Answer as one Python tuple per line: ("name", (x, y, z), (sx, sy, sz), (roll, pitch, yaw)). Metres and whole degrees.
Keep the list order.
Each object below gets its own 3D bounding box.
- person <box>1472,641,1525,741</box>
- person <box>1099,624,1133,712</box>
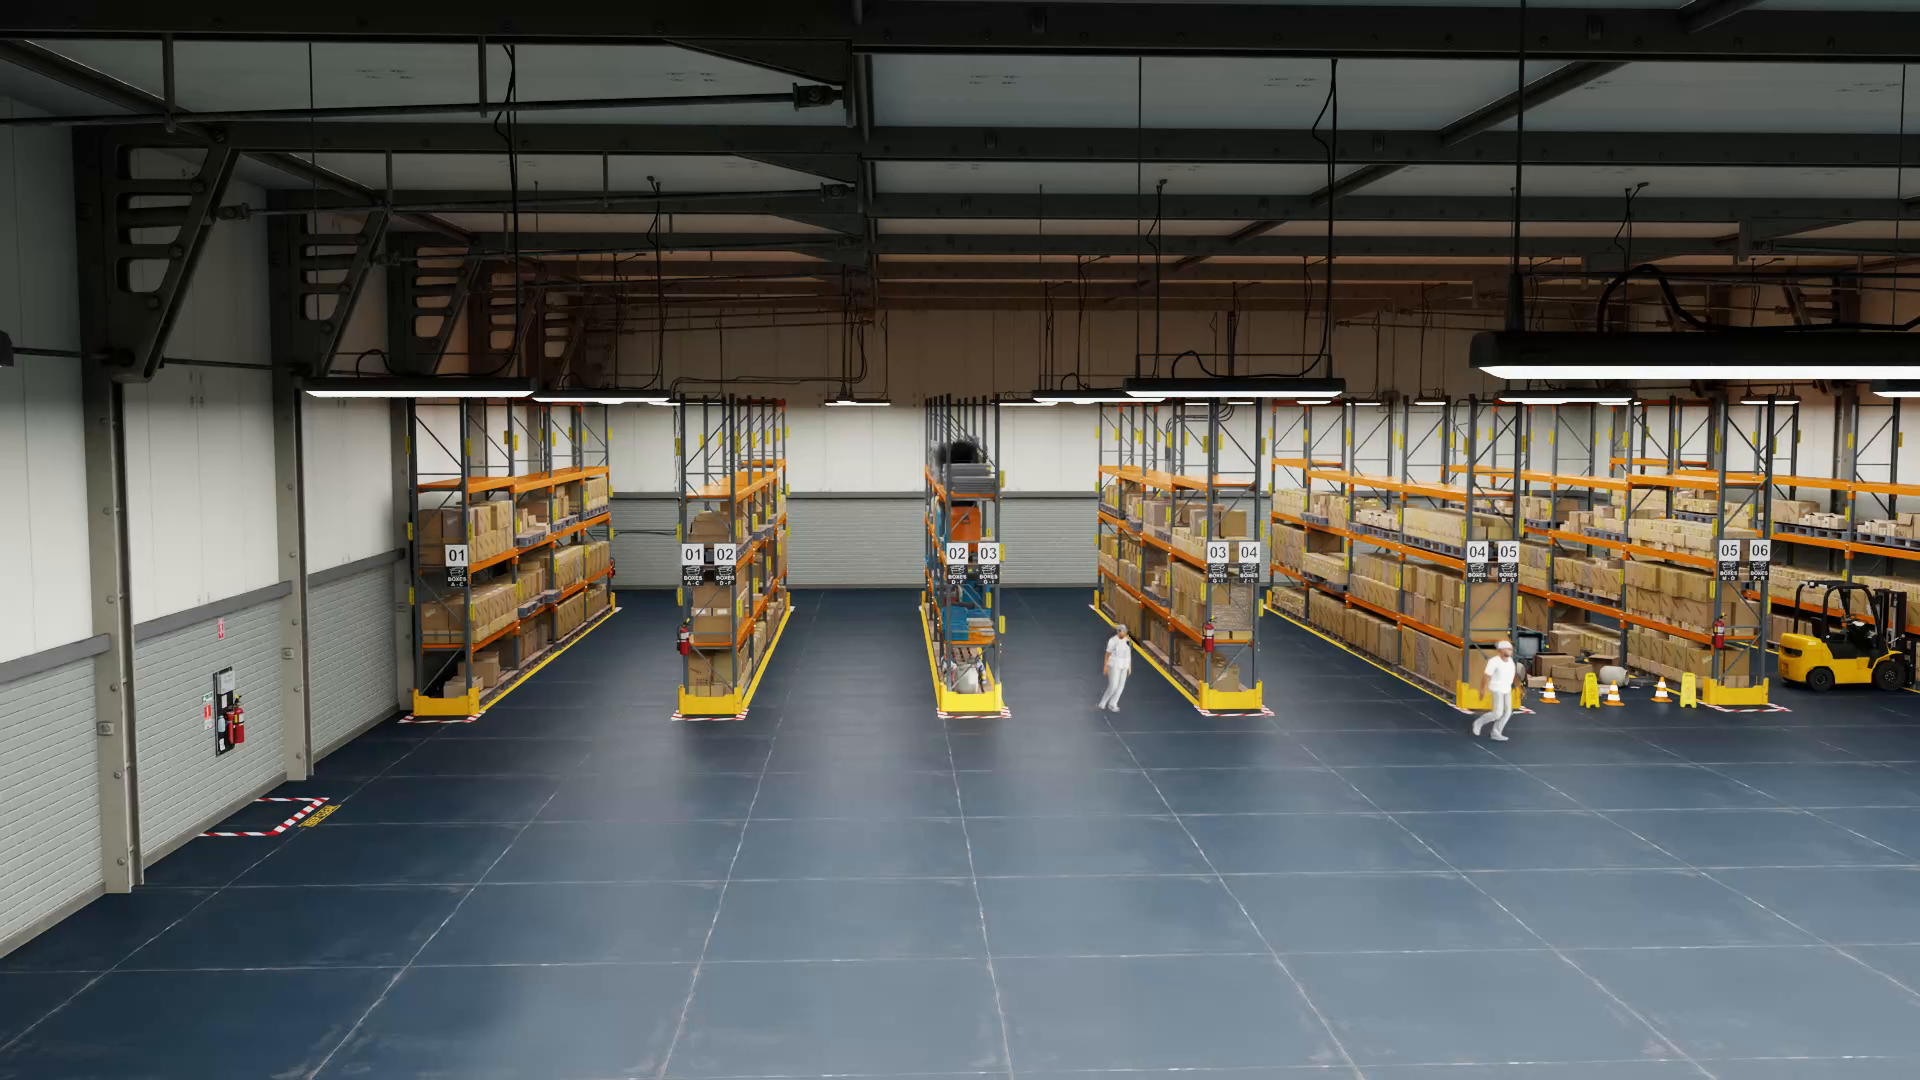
("person", (9.267, 2.591, 28.682), (0.725, 1.721, 0.690), (-3, 6, -36))
("person", (2.940, 2.424, 31.403), (0.625, 1.681, 0.496), (-3, 5, -35))
